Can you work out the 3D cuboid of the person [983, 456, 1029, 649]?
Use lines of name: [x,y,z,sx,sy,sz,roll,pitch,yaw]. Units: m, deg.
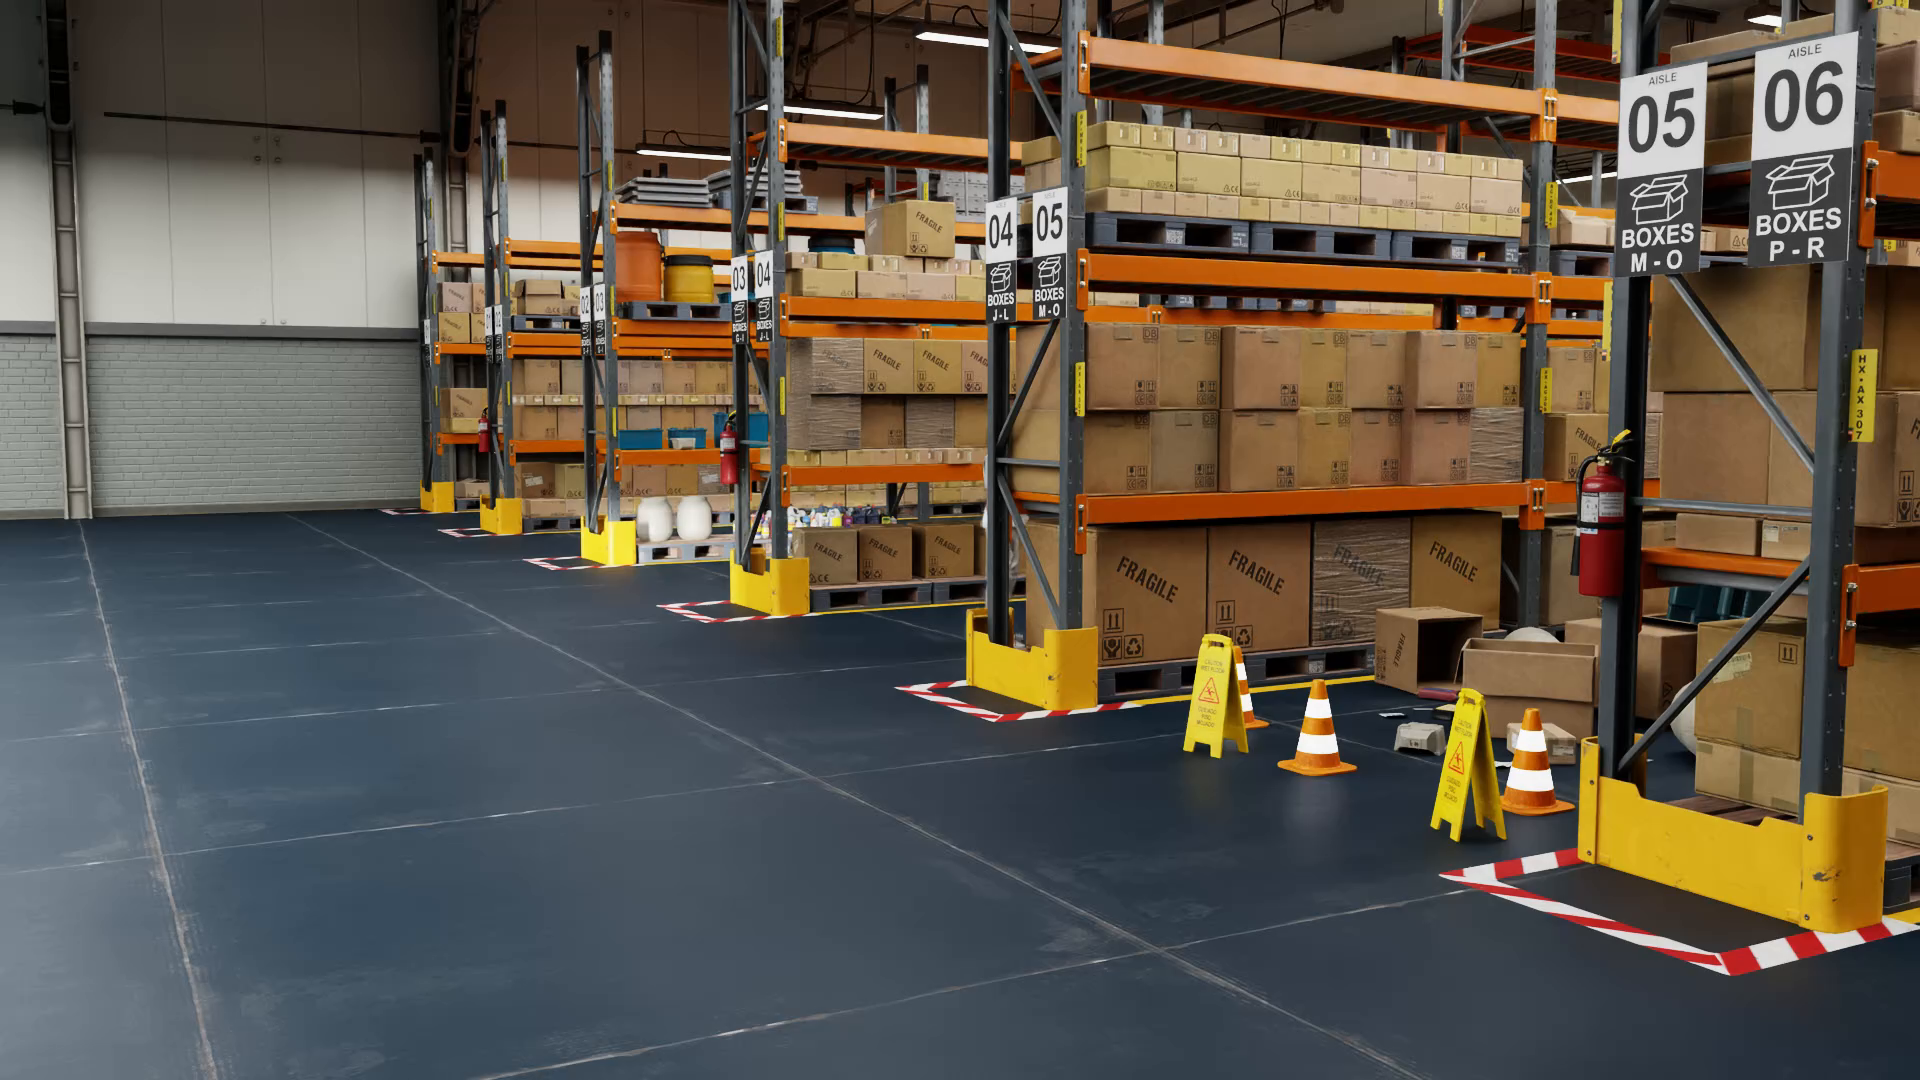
person: [0.400,-0.075,12.980,0.438,1.810,0.650,2,5,20]
